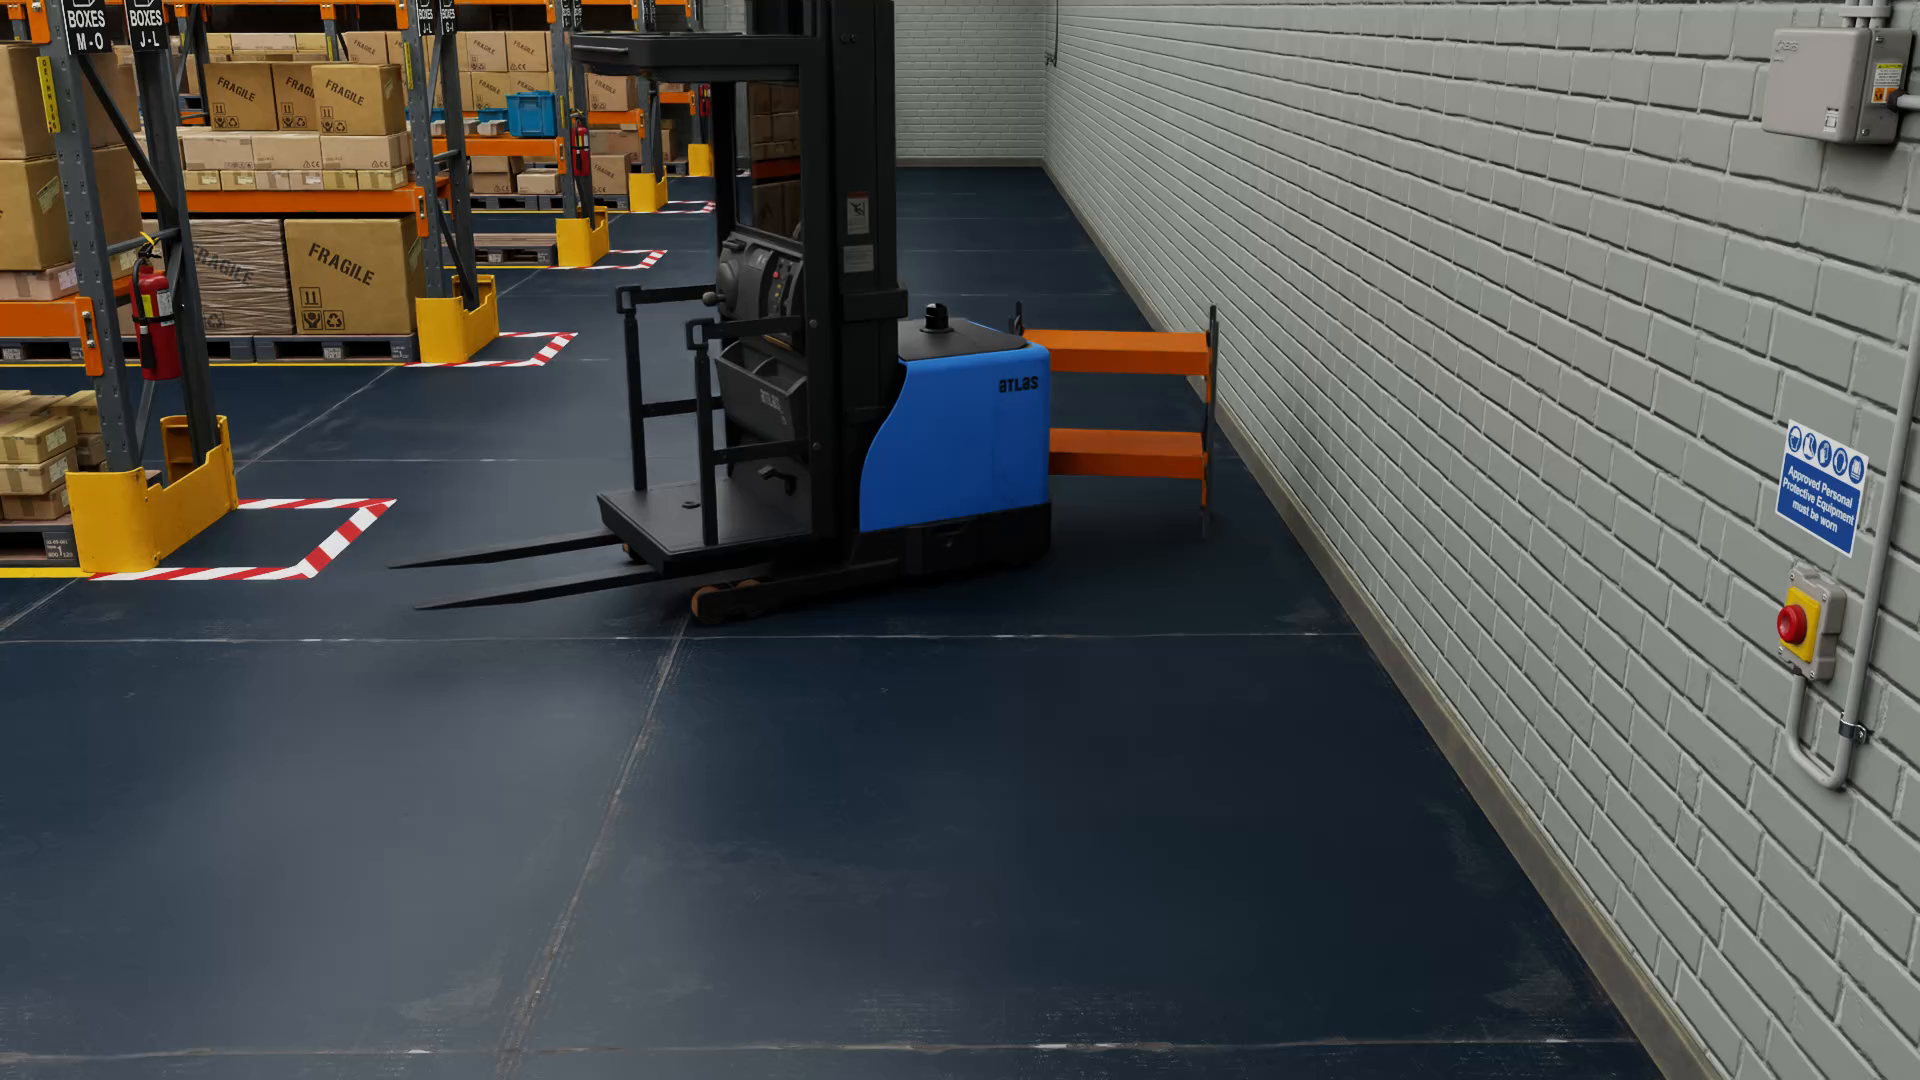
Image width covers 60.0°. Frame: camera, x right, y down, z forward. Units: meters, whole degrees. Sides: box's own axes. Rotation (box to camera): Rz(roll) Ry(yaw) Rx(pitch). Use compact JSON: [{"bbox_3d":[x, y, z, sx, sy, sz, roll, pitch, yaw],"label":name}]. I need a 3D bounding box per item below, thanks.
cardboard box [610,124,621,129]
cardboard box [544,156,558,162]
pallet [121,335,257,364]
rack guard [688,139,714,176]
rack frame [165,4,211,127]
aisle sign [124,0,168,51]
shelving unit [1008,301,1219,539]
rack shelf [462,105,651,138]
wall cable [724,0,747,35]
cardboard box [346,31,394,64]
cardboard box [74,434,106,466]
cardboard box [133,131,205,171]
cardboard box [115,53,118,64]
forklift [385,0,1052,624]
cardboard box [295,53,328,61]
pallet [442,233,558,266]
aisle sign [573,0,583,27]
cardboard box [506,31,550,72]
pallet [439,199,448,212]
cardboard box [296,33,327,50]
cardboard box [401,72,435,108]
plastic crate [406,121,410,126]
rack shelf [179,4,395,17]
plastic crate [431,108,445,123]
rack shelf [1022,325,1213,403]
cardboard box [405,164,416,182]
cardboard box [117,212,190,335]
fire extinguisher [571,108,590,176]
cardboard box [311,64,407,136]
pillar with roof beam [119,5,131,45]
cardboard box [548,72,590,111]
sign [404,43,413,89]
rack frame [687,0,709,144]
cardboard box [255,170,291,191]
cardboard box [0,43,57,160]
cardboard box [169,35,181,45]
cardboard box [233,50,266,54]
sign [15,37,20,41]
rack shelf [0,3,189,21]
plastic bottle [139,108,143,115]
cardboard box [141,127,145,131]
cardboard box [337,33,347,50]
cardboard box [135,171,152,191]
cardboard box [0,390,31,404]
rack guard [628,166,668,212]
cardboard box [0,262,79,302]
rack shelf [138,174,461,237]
[{"bbox_3d":[-5.586,-6.845,27.316,0.250,0.149,0.380,0,18,0],"label":"cardboard box"},{"bbox_3d":[-6.488,-6.468,27.204,0.500,0.500,0.700,0,18,0],"label":"cardboard box"},{"bbox_3d":[-6.034,-1.603,13.199,1.213,0.211,1.003,0,18,-1],"label":"pallet"},{"bbox_3d":[-4.229,-6.312,27.405,0.348,0.500,1.175,0,18,-1],"label":"rack guard"},{"bbox_3d":[-8.096,-4.457,17.530,0.127,3.000,1.000,0,18,-1],"label":"rack frame"},{"bbox_3d":[-3.973,-2.778,8.041,0.004,0.787,0.394,0,18,-1],"label":"aisle sign"},{"bbox_3d":[0.791,-0.637,8.690,1.048,1.125,0.538,2,18,6],"label":"shelving unit"},{"bbox_3d":[-6.171,-5.637,22.387,4.000,0.370,1.077,0,18,-1],"label":"rack shelf"},{"bbox_3d":[-2.988,-8.281,27.788,1.851,1.984,0.084,0,18,-1],"label":"wall cable"},{"bbox_3d":[-7.695,-6.410,21.818,0.500,0.500,0.500,0,18,1],"label":"cardboard box"},{"bbox_3d":[-4.569,-0.508,8.714,0.250,0.149,0.380,0,18,1],"label":"cardboard box"},{"bbox_3d":[-6.036,-2.942,12.566,0.500,0.250,0.500,0,18,-1],"label":"cardboard box"},{"bbox_3d":[-11.542,-6.235,22.224,0.500,0.500,0.700,-6,19,-19],"label":"cardboard box"},{"bbox_3d":[-1.096,-1.205,7.507,3.031,2.935,1.130,-9,20,-27],"label":"forklift"},{"bbox_3d":[-8.648,-6.283,22.373,0.500,0.500,0.700,-6,19,-19],"label":"cardboard box"},{"bbox_3d":[-4.922,-3.156,18.041,1.213,0.211,1.003,0,18,-1],"label":"pallet"},{"bbox_3d":[-4.030,-5.805,17.477,0.004,0.787,0.394,0,18,-1],"label":"aisle sign"},{"bbox_3d":[-5.635,-6.420,21.850,0.500,0.500,0.500,0,18,1],"label":"cardboard box"},{"bbox_3d":[-7.484,-4.645,22.682,1.213,0.211,1.003,0,18,-1],"label":"pallet"},{"bbox_3d":[-10.247,-7.953,26.519,0.500,0.250,0.500,-1,18,-2],"label":"cardboard box"},{"bbox_3d":[-7.145,-5.940,21.990,0.500,0.500,0.500,0,18,0],"label":"cardboard box"},{"bbox_3d":[-5.773,-4.307,17.397,0.250,0.136,0.298,0,18,-1],"label":"plastic crate"},{"bbox_3d":[-10.252,-8.559,26.584,4.000,0.370,1.077,0,18,-1],"label":"rack shelf"},{"bbox_3d":[-5.665,-4.518,17.897,0.300,0.233,0.416,0,18,-1],"label":"plastic crate"},{"bbox_3d":[0.791,-0.915,8.601,1.000,0.278,0.538,2,18,6],"label":"rack shelf"},{"bbox_3d":[-4.379,-2.943,13.222,0.250,0.149,0.380,0,18,0],"label":"cardboard box"},{"bbox_3d":[-6.457,-2.115,13.022,0.875,0.875,0.875,0,18,-1],"label":"cardboard box"},{"bbox_3d":[-3.939,-4.124,17.229,0.183,0.674,0.296,0,18,-1],"label":"fire extinguisher"},{"bbox_3d":[-4.502,-3.308,12.480,0.500,0.500,0.500,0,18,0],"label":"cardboard box"},{"bbox_3d":[-13.498,-9.263,22.692,0.400,9.000,9.100,0,18,-1],"label":"pillar with roof beam"},{"bbox_3d":[-5.134,-5.948,22.014,0.500,0.500,0.500,0,18,0],"label":"cardboard box"},{"bbox_3d":[-4.024,-3.462,12.145,0.005,0.325,0.100,0,18,-1],"label":"sign"},{"bbox_3d":[-4.253,-7.502,27.023,0.127,3.000,1.000,0,18,-1],"label":"rack frame"},{"bbox_3d":[-5.131,-2.738,12.583,0.250,0.149,0.380,0,18,0],"label":"cardboard box"},{"bbox_3d":[-4.495,-2.035,7.694,0.500,0.500,0.500,-1,18,-2],"label":"cardboard box"},{"bbox_3d":[-12.597,-8.019,26.687,0.250,0.149,0.380,-3,18,-8],"label":"cardboard box"},{"bbox_3d":[-11.239,-7.586,26.602,0.500,0.500,0.500,0,18,1],"label":"cardboard box"},{"bbox_3d":[-12.158,-6.332,21.481,0.005,0.325,0.100,0,18,-1],"label":"sign"},{"bbox_3d":[-10.096,-5.533,17.152,4.000,0.370,1.077,0,18,-1],"label":"rack shelf"},{"bbox_3d":[-8.816,-4.517,17.928,0.097,0.271,0.097,0,18,0],"label":"plastic bottle"},{"bbox_3d":[-6.553,-3.102,13.067,0.500,0.250,0.500,0,18,0],"label":"cardboard box"},{"bbox_3d":[-9.737,-7.956,26.528,0.500,0.250,0.500,0,18,0],"label":"cardboard box"},{"bbox_3d":[-6.159,-2.732,12.566,0.250,0.149,0.380,-1,18,-2],"label":"cardboard box"},{"bbox_3d":[-5.098,-0.675,8.747,0.250,0.149,0.380,0,18,-1],"label":"cardboard box"},{"bbox_3d":[-4.247,-4.798,22.687,0.348,0.500,1.175,0,18,-1],"label":"rack guard"},{"bbox_3d":[-4.363,-1.241,7.915,0.250,0.149,0.380,0,18,-1],"label":"cardboard box"},{"bbox_3d":[-6.018,-2.611,12.955,4.000,0.370,1.077,0,18,-1],"label":"rack shelf"}]
